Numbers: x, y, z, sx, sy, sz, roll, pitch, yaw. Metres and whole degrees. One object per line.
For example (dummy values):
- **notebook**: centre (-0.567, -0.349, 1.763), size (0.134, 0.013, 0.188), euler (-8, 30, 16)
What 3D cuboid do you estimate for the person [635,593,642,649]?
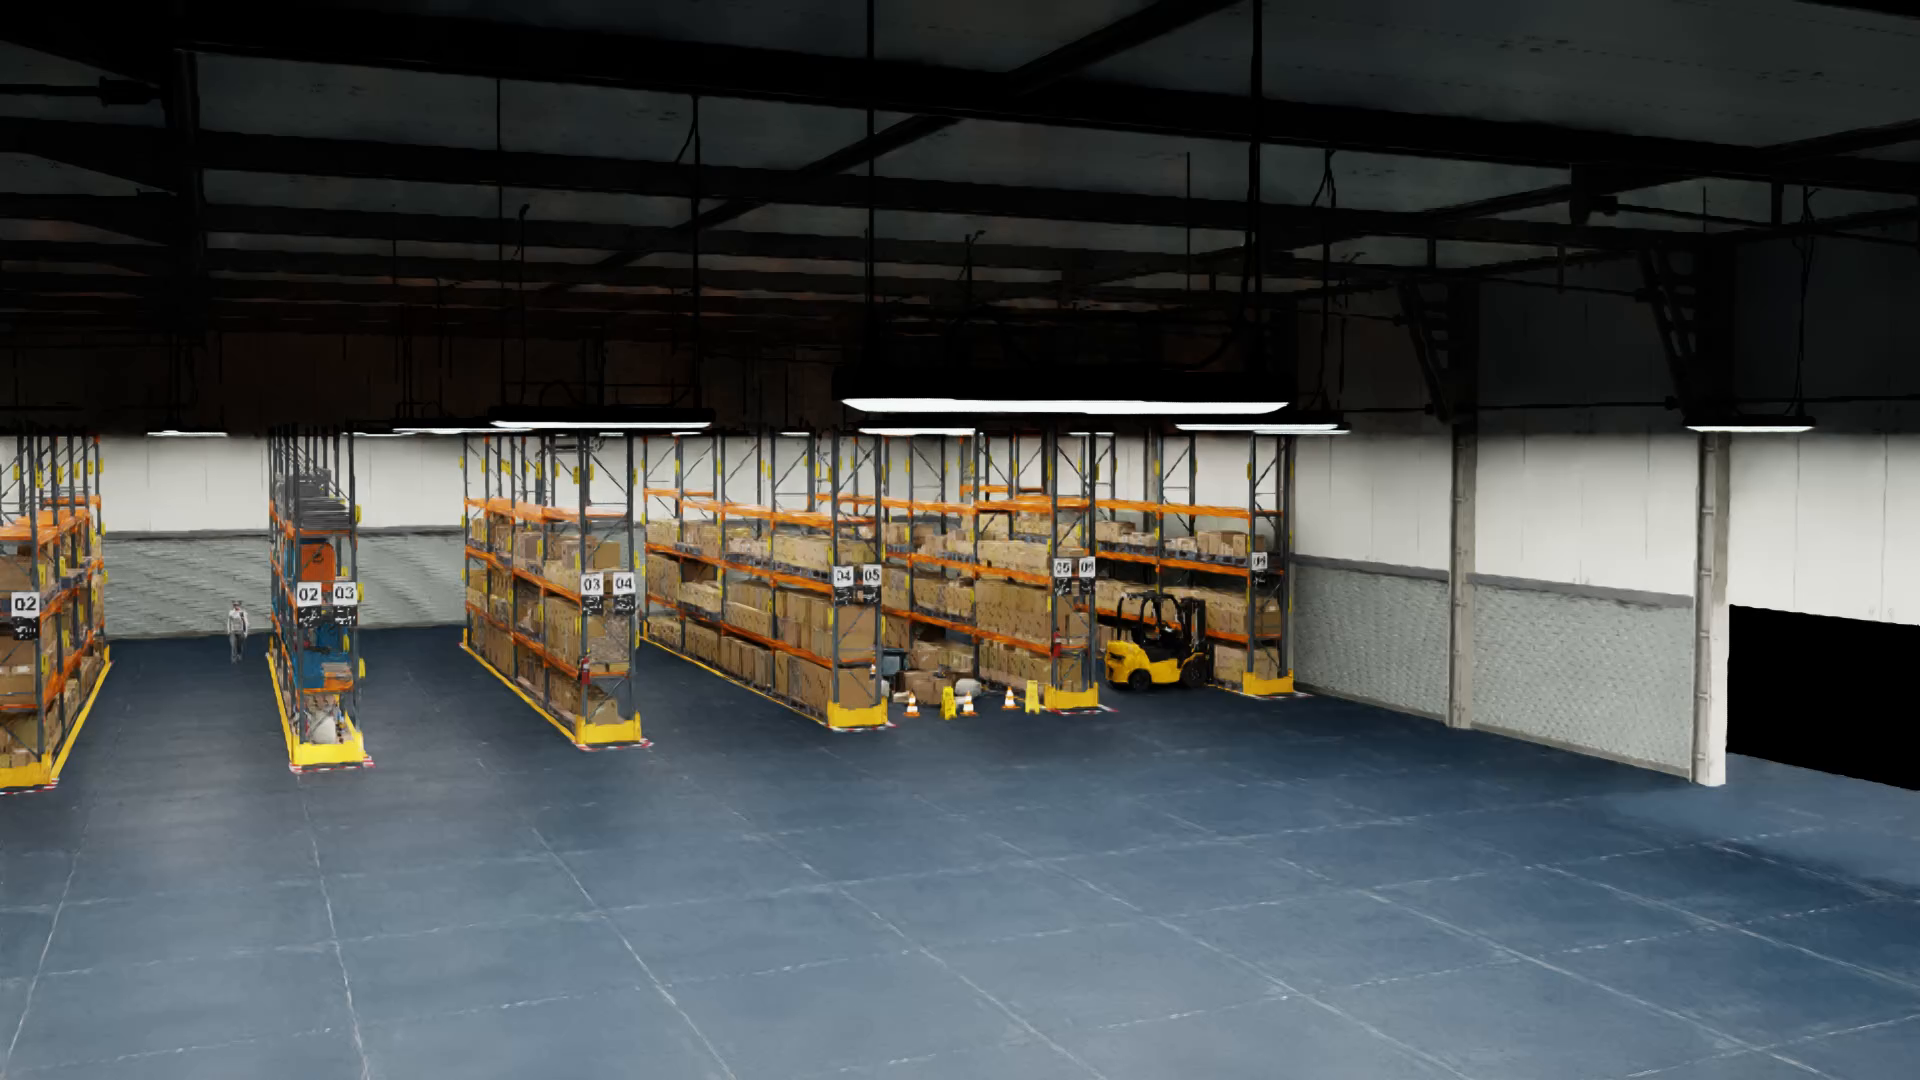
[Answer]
- **person**: centre (-8.902, 2.169, 45.074), size (0.580, 1.619, 0.507), euler (-2, 4, -24)

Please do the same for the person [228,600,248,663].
- **person**: centre (-18.459, 2.306, 42.525), size (0.489, 1.588, 1.075), euler (-2, 4, -26)
